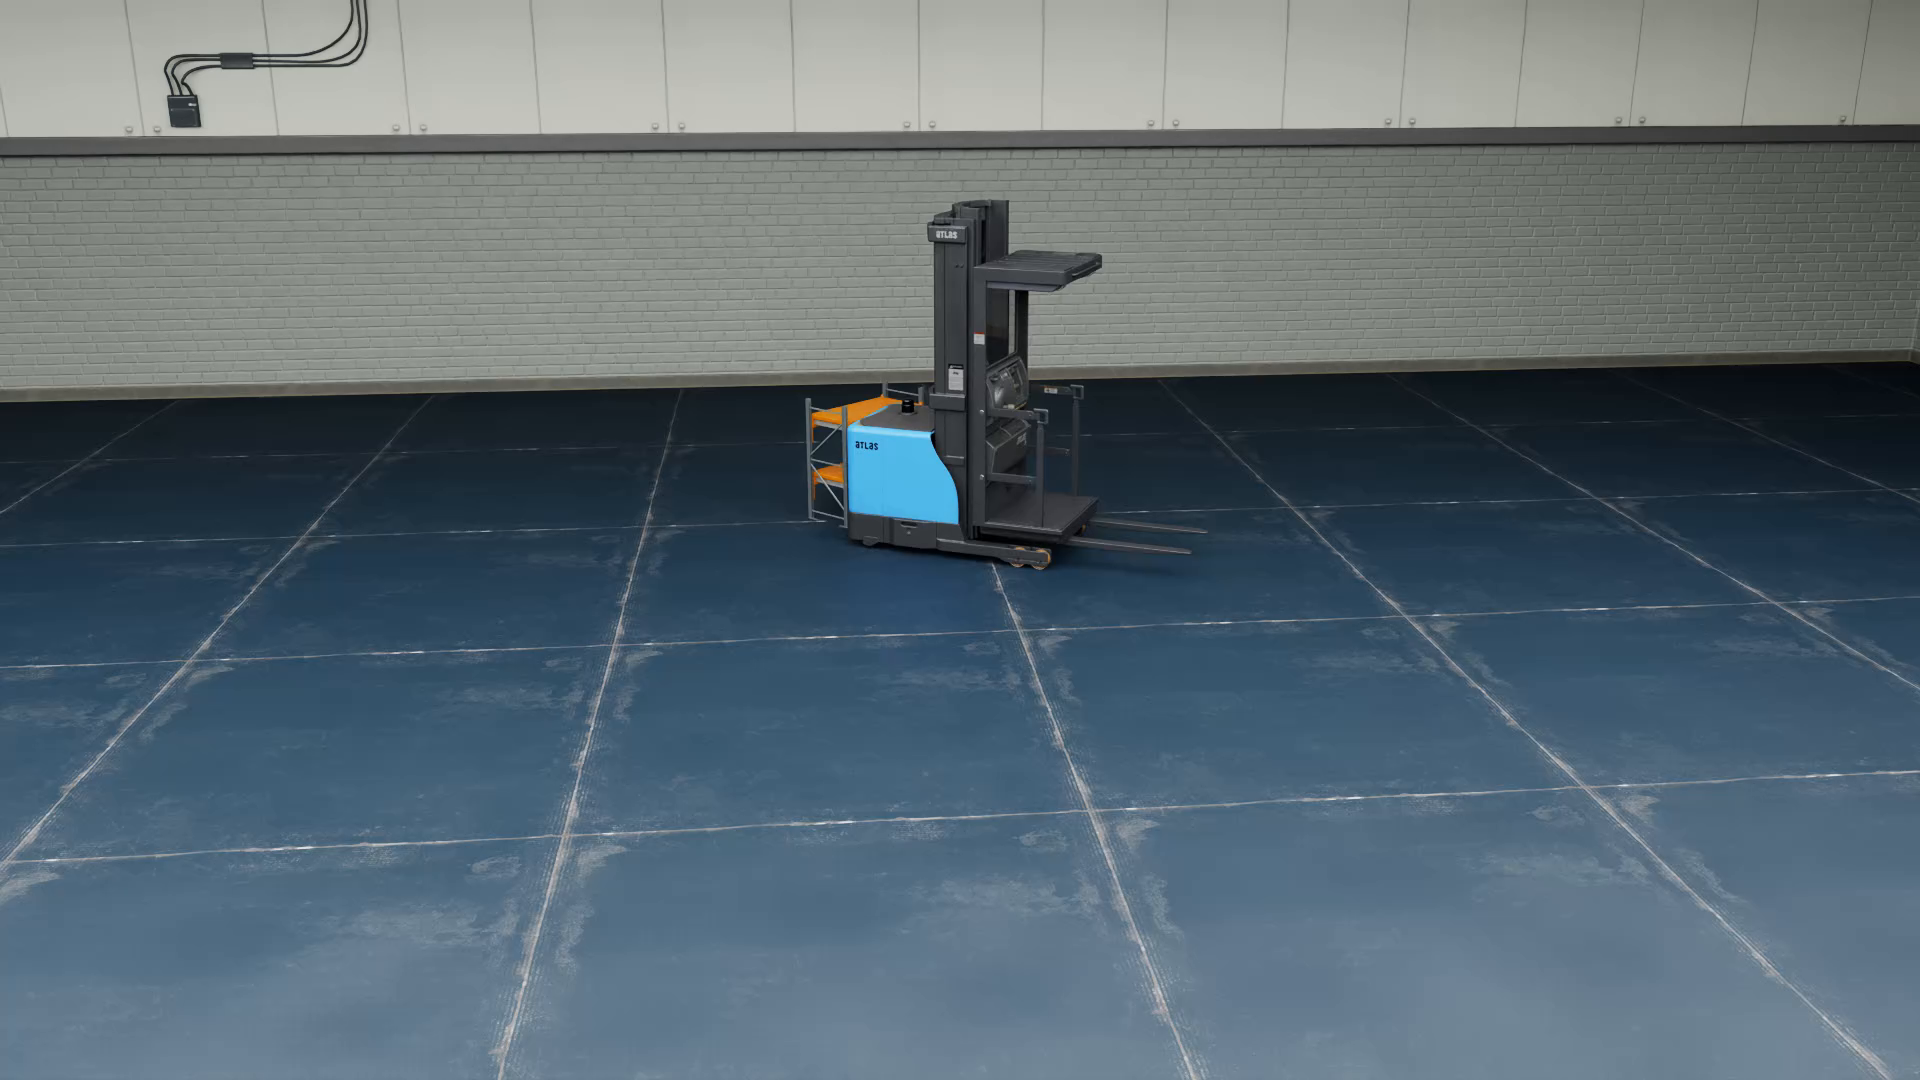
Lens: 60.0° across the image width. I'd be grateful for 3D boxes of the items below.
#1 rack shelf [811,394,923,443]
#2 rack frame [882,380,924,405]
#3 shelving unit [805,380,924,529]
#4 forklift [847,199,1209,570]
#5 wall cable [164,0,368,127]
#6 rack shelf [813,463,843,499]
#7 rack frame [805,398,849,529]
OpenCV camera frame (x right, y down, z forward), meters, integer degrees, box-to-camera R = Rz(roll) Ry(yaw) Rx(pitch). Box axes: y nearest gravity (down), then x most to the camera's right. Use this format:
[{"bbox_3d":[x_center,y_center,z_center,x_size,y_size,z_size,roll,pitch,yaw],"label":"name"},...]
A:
[{"bbox_3d":[-0.864,-1.086,15.281,0.538,0.278,1.000,14,22,38],"label":"rack shelf"},{"bbox_3d":[-0.534,-0.922,15.737,0.500,1.125,0.032,14,22,38],"label":"rack frame"},{"bbox_3d":[-0.864,-0.807,15.368,0.538,1.125,1.048,14,22,38],"label":"shelving unit"},{"bbox_3d":[0.588,-1.331,14.023,3.031,2.935,1.130,7,19,20],"label":"forklift"},{"bbox_3d":[-7.940,-7.665,18.390,2.305,6.003,0.169,-2,18,-6],"label":"wall cable"},{"bbox_3d":[-0.864,-0.573,15.441,0.538,0.278,1.000,14,22,38],"label":"rack shelf"},{"bbox_3d":[-1.194,-0.691,14.999,0.500,1.125,0.032,14,22,38],"label":"rack frame"}]
